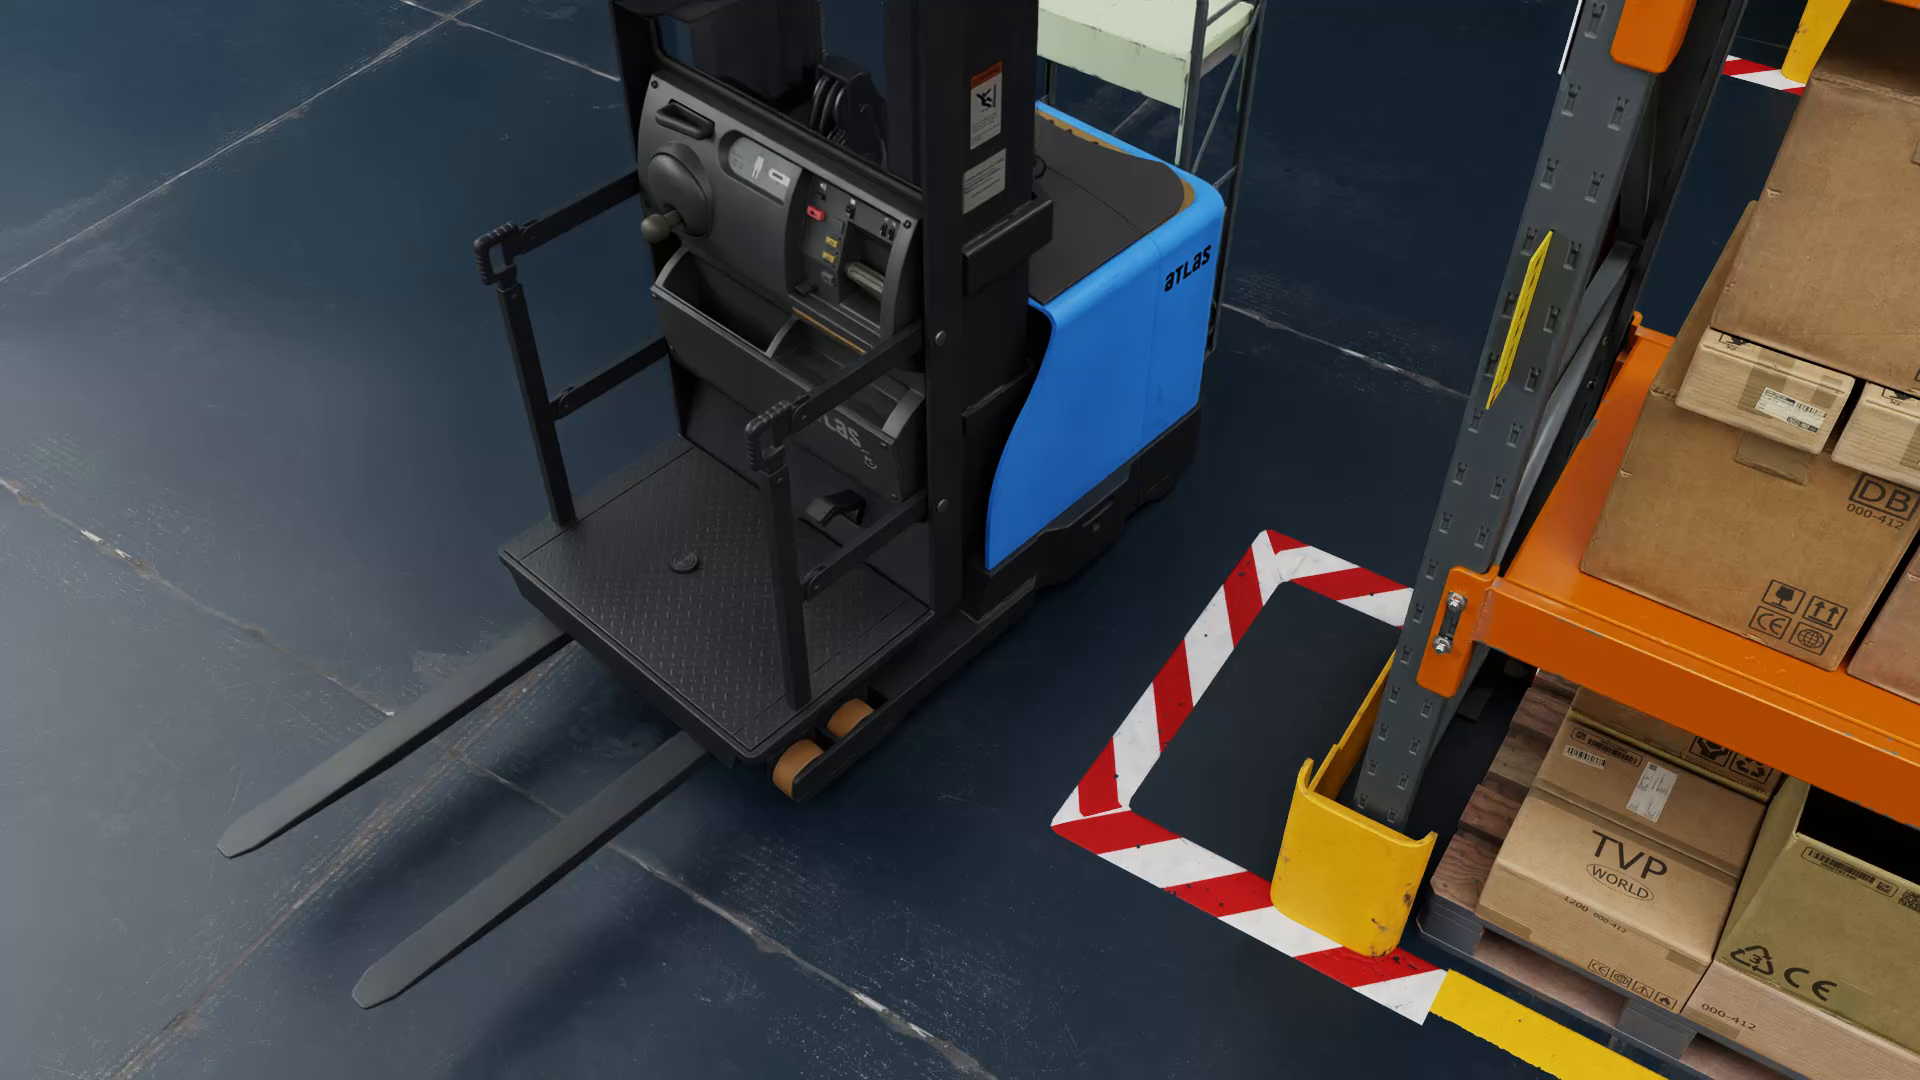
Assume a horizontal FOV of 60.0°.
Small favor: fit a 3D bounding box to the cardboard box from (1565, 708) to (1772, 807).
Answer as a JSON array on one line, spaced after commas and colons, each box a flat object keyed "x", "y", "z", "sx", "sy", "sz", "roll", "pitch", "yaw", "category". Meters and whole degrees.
[{"x": 1.877, "y": 0.464, "z": 4.332, "sx": 0.500, "sy": 0.250, "sz": 0.500, "roll": 25, "pitch": 51, "yaw": 22, "category": "cardboard box"}]

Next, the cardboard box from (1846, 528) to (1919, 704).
[{"x": 2.096, "y": -0.023, "z": 3.111, "sx": 0.500, "sy": 0.500, "sz": 0.700, "roll": 26, "pitch": 51, "yaw": 23, "category": "cardboard box"}]

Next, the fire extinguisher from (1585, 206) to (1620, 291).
[{"x": 1.417, "y": -0.676, "z": 3.869, "sx": 0.183, "sy": 0.674, "sz": 0.296, "roll": 25, "pitch": 51, "yaw": 22, "category": "fire extinguisher"}]

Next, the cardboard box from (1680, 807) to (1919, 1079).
[{"x": 2.020, "y": 0.968, "z": 3.842, "sx": 0.500, "sy": 0.250, "sz": 0.500, "roll": 25, "pitch": 51, "yaw": 22, "category": "cardboard box"}]

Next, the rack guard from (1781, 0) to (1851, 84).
[{"x": 4.001, "y": -2.468, "z": 7.300, "sx": 0.348, "sy": 0.500, "sz": 1.175, "roll": 25, "pitch": 51, "yaw": 22, "category": "rack guard"}]

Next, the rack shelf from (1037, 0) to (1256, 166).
[{"x": 0.493, "y": -1.527, "z": 5.141, "sx": 0.720, "sy": 0.370, "sz": 0.431, "roll": 28, "pitch": 52, "yaw": 25, "category": "rack shelf"}]

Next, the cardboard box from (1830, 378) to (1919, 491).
[{"x": 1.703, "y": -0.255, "z": 2.884, "sx": 0.250, "sy": 0.149, "sz": 0.380, "roll": 23, "pitch": 50, "yaw": 21, "category": "cardboard box"}]

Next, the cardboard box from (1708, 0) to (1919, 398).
[{"x": 1.696, "y": -0.655, "z": 2.821, "sx": 0.500, "sy": 0.500, "sz": 0.700, "roll": 25, "pitch": 51, "yaw": 22, "category": "cardboard box"}]

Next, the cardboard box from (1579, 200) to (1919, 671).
[{"x": 1.652, "y": -0.223, "z": 3.306, "sx": 0.500, "sy": 0.500, "sz": 0.700, "roll": 25, "pitch": 51, "yaw": 22, "category": "cardboard box"}]

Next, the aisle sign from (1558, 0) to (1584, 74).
[{"x": 1.045, "y": -1.123, "z": 2.437, "sx": 0.004, "sy": 0.787, "sz": 0.394, "roll": 25, "pitch": 51, "yaw": 22, "category": "aisle sign"}]

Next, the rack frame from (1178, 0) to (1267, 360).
[{"x": 0.784, "y": -1.096, "z": 5.267, "sx": 0.023, "sy": 1.500, "sz": 0.400, "roll": 28, "pitch": 52, "yaw": 25, "category": "rack frame"}]

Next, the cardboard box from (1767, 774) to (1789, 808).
[{"x": 2.304, "y": 0.651, "z": 4.151, "sx": 0.500, "sy": 0.250, "sz": 0.500, "roll": 25, "pitch": 51, "yaw": 22, "category": "cardboard box"}]

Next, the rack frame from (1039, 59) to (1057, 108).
[{"x": 0.198, "y": -1.411, "z": 5.572, "sx": 0.023, "sy": 1.500, "sz": 0.400, "roll": 28, "pitch": 52, "yaw": 25, "category": "rack frame"}]

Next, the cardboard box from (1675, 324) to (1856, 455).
[{"x": 1.480, "y": -0.356, "z": 2.982, "sx": 0.250, "sy": 0.149, "sz": 0.380, "roll": 24, "pitch": 51, "yaw": 22, "category": "cardboard box"}]

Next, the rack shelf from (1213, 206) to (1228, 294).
[{"x": 0.489, "y": -1.025, "z": 5.652, "sx": 0.720, "sy": 0.370, "sz": 0.431, "roll": 28, "pitch": 52, "yaw": 25, "category": "rack shelf"}]

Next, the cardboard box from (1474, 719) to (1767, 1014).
[{"x": 1.597, "y": 0.777, "z": 4.028, "sx": 0.500, "sy": 0.250, "sz": 0.500, "roll": 25, "pitch": 51, "yaw": 22, "category": "cardboard box"}]

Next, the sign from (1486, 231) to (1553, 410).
[{"x": 0.961, "y": -0.373, "z": 2.862, "sx": 0.005, "sy": 0.325, "sz": 0.100, "roll": 25, "pitch": 51, "yaw": 22, "category": "sign"}]

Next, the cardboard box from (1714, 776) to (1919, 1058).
[{"x": 2.019, "y": 0.708, "z": 3.572, "sx": 0.500, "sy": 0.500, "sz": 0.500, "roll": 25, "pitch": 51, "yaw": 22, "category": "cardboard box"}]

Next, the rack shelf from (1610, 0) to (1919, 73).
[{"x": 2.949, "y": -0.397, "z": 1.954, "sx": 4.000, "sy": 0.370, "sz": 1.077, "roll": 25, "pitch": 51, "yaw": 22, "category": "rack shelf"}]

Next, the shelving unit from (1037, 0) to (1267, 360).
[{"x": 0.491, "y": -1.253, "z": 5.419, "sx": 0.755, "sy": 1.500, "sz": 0.431, "roll": 28, "pitch": 52, "yaw": 25, "category": "shelving unit"}]

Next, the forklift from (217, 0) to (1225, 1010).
[{"x": -0.601, "y": -0.728, "z": 3.914, "sx": 1.130, "sy": 2.935, "sz": 3.031, "roll": 34, "pitch": 55, "yaw": 28, "category": "forklift"}]

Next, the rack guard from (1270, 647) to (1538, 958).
[{"x": 1.245, "y": 0.485, "z": 4.430, "sx": 0.348, "sy": 0.500, "sz": 1.175, "roll": 25, "pitch": 51, "yaw": 22, "category": "rack guard"}]

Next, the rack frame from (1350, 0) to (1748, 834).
[{"x": 1.266, "y": -0.377, "z": 3.525, "sx": 0.127, "sy": 3.000, "sz": 1.000, "roll": 25, "pitch": 51, "yaw": 22, "category": "rack frame"}]

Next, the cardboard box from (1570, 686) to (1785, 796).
[{"x": 1.878, "y": 0.202, "z": 4.064, "sx": 0.500, "sy": 0.500, "sz": 0.500, "roll": 25, "pitch": 51, "yaw": 22, "category": "cardboard box"}]

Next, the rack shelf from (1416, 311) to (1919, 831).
[{"x": 2.949, "y": 0.648, "z": 3.030, "sx": 4.000, "sy": 0.370, "sz": 1.077, "roll": 25, "pitch": 51, "yaw": 22, "category": "rack shelf"}]

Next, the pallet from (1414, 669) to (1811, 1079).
[{"x": 1.932, "y": 0.866, "z": 4.262, "sx": 1.213, "sy": 0.211, "sz": 1.003, "roll": 25, "pitch": 51, "yaw": 22, "category": "pallet"}]
